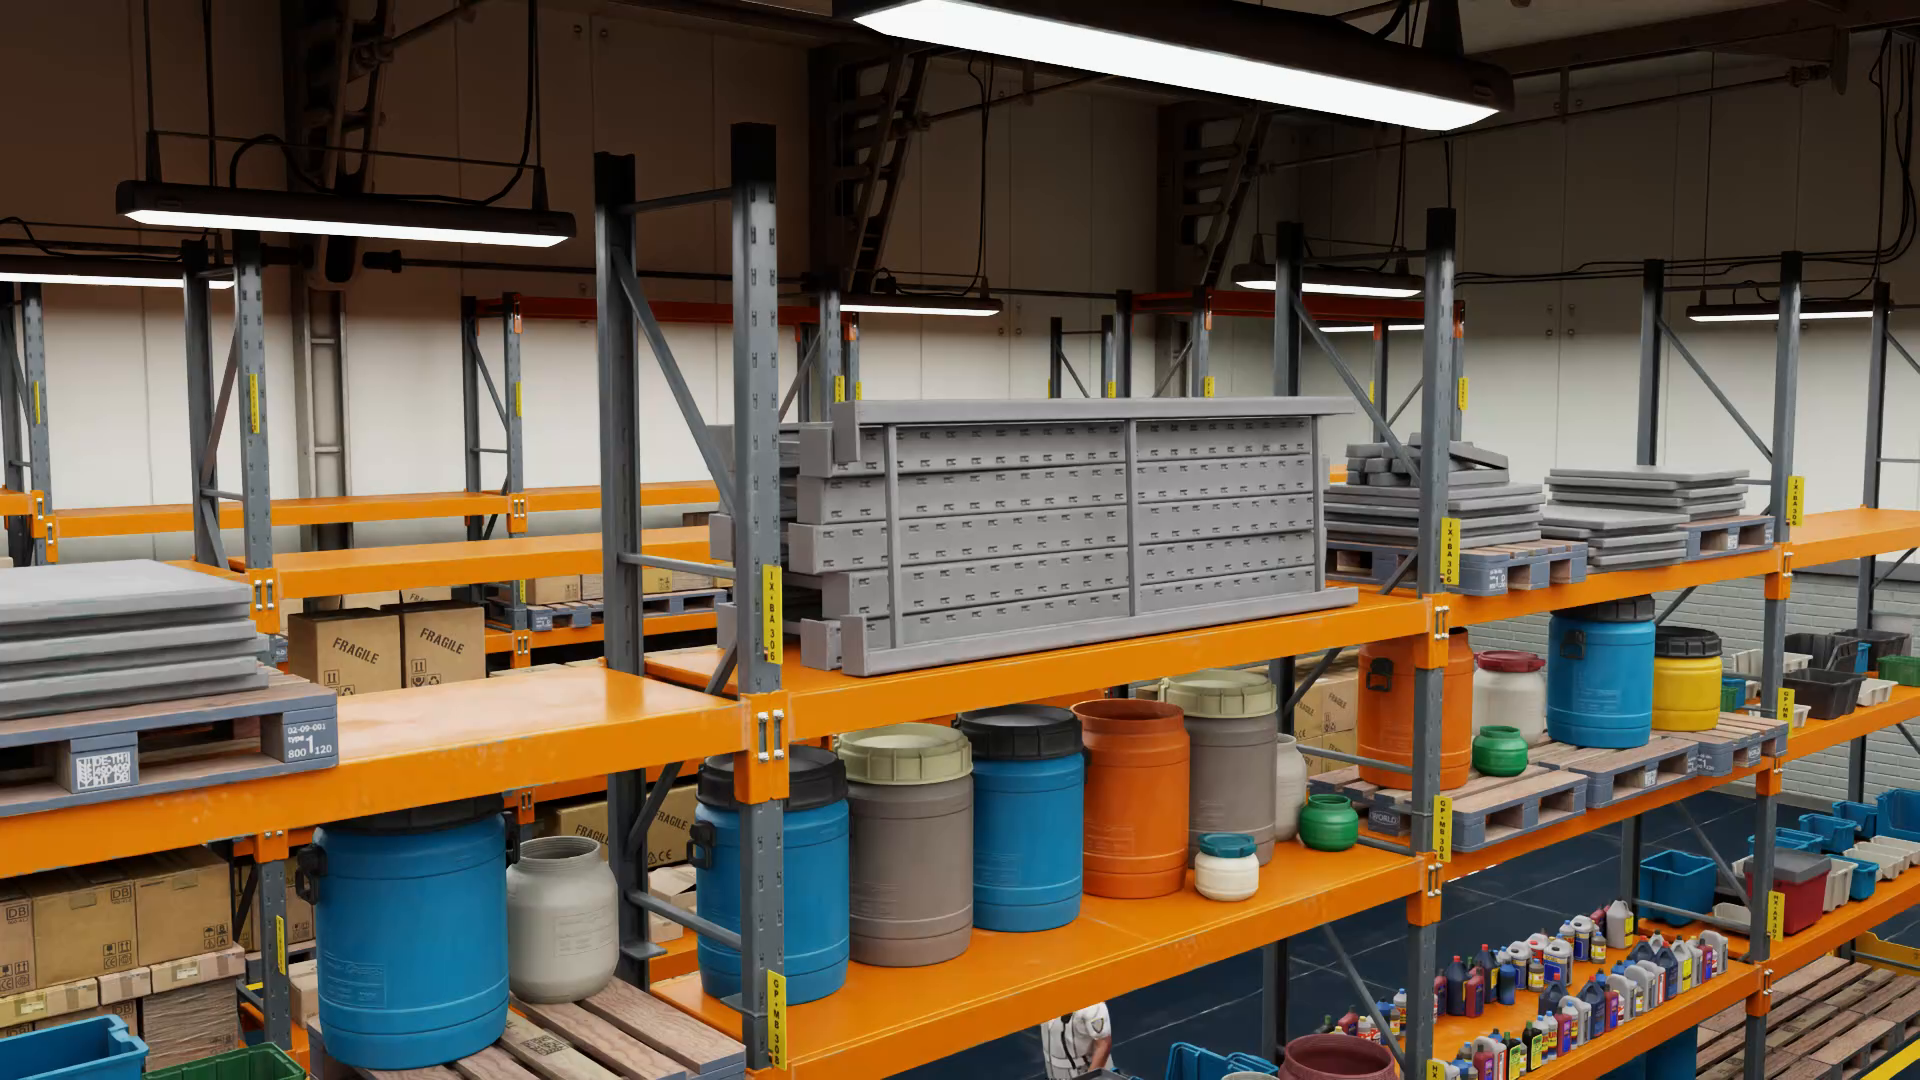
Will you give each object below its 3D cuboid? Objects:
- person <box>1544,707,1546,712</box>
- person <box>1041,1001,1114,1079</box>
[{"bbox_3d":[6.867,2.535,19.837,0.465,1.517,1.034,-1,5,-10],"label":"person"},{"bbox_3d":[0.803,3.329,10.374,0.601,1.740,0.598,-3,6,-30],"label":"person"}]
